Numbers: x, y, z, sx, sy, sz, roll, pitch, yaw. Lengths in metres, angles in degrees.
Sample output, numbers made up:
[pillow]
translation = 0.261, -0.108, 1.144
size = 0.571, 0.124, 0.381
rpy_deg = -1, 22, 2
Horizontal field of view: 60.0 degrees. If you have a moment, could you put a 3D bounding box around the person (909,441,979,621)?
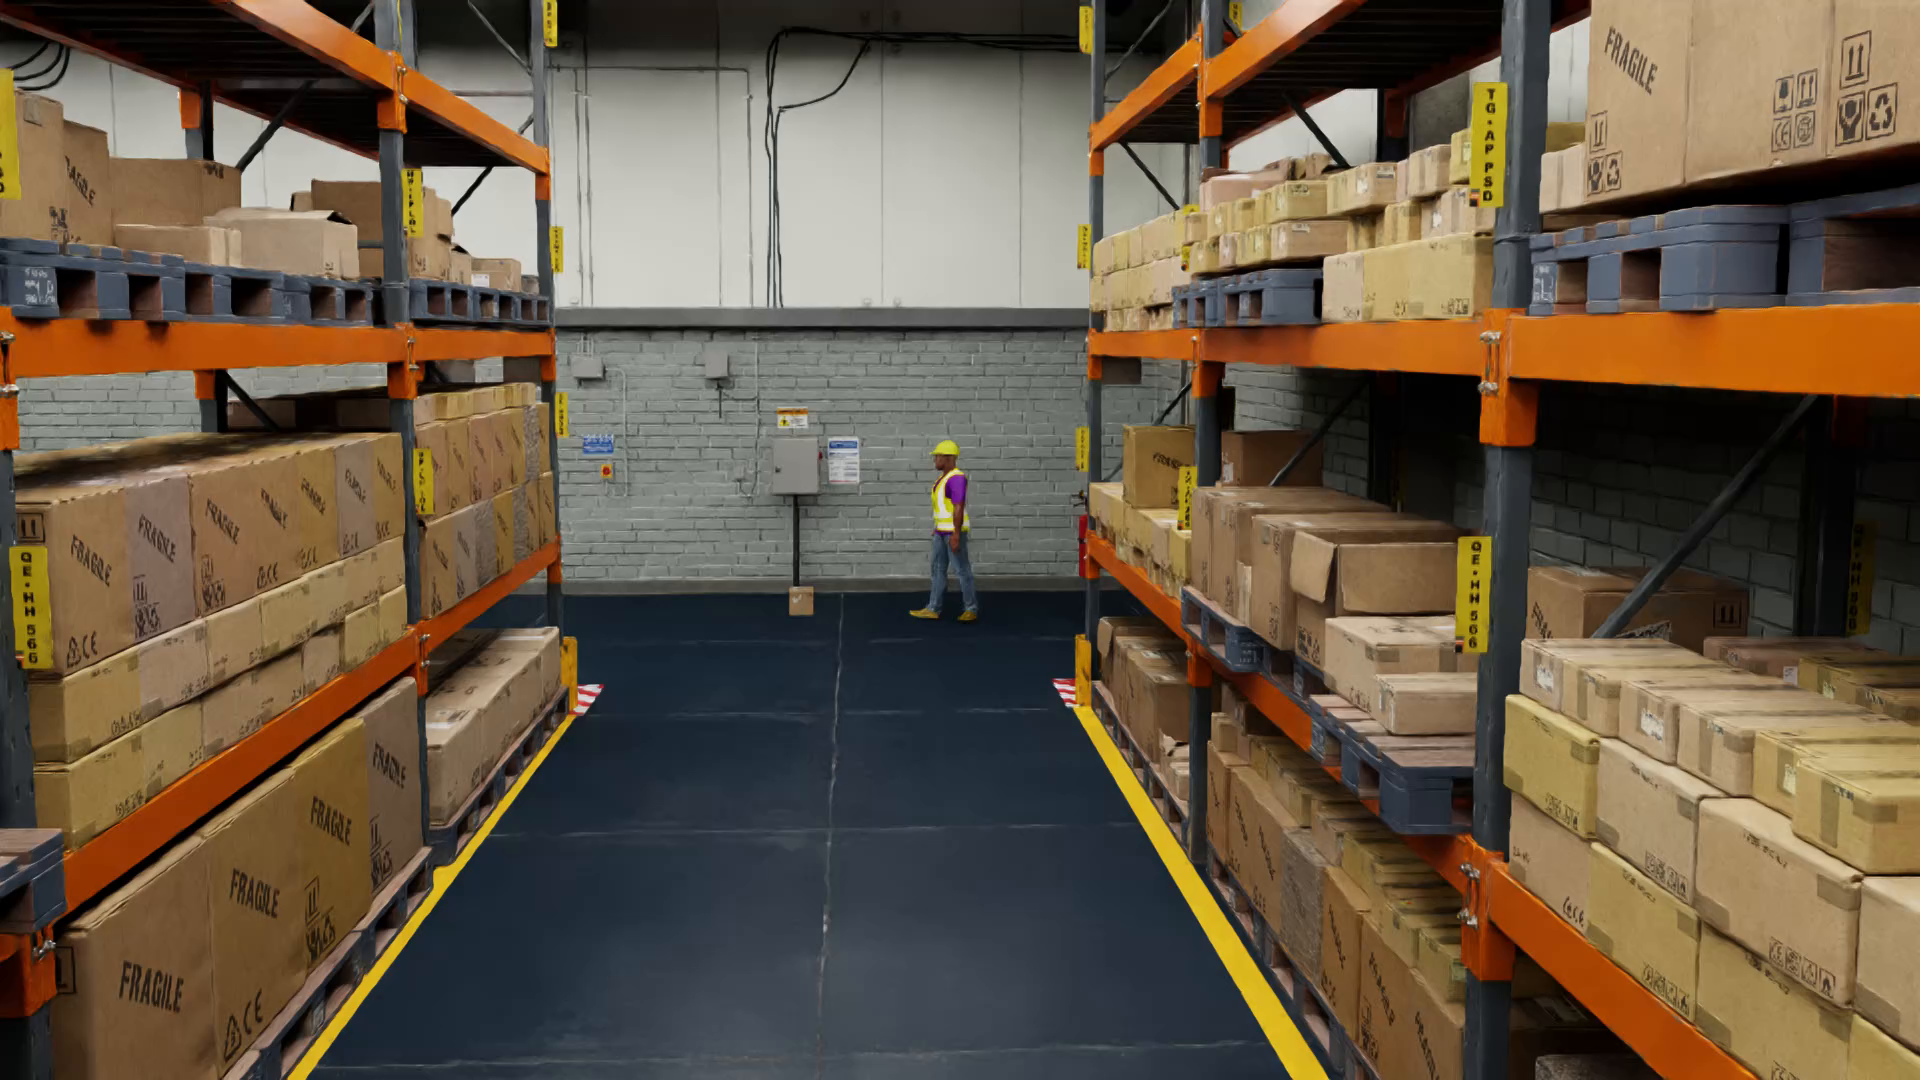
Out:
[person]
translation = -0.157, -0.090, 16.316
size = 0.628, 1.766, 0.708
rpy_deg = -2, 7, -18
